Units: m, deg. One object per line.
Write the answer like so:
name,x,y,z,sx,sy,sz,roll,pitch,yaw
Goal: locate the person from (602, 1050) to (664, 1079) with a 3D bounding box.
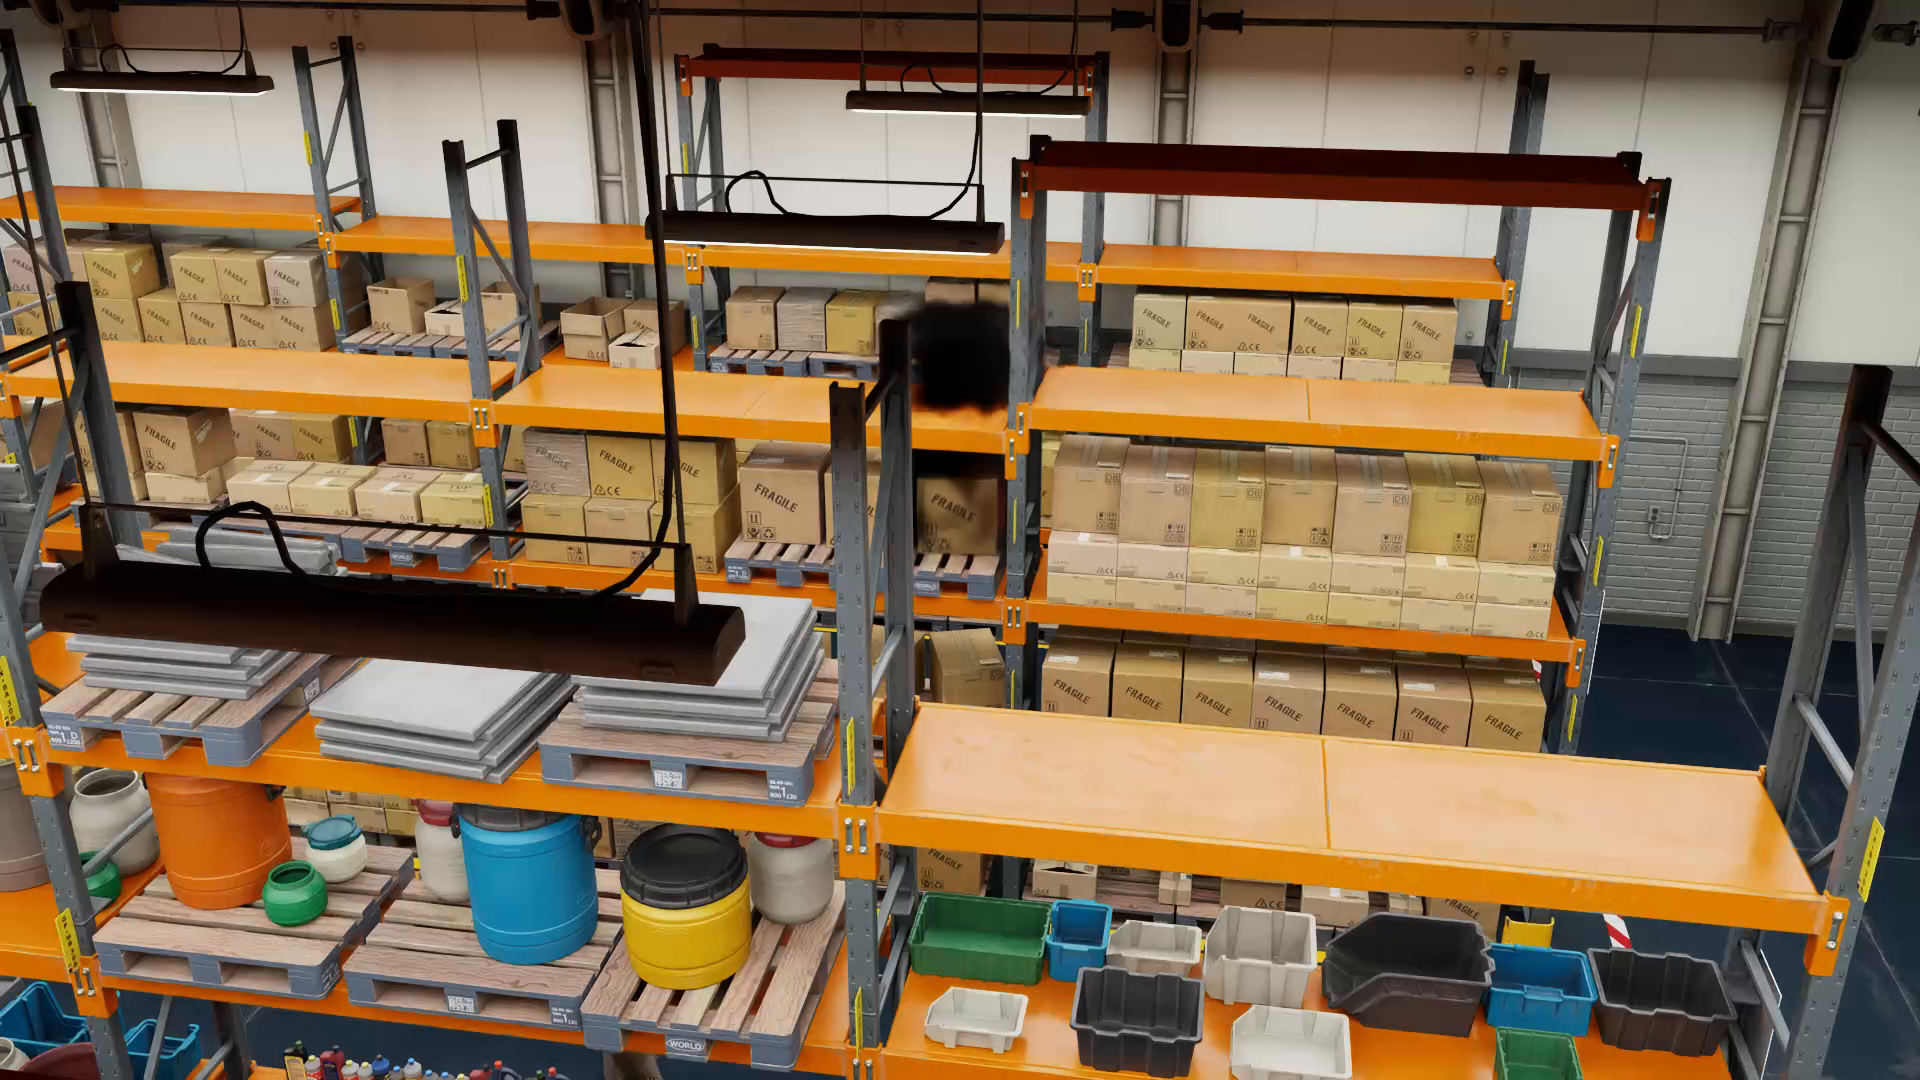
person,-2.152,3.263,10.810,1.180,1.531,0.655,11,25,24
